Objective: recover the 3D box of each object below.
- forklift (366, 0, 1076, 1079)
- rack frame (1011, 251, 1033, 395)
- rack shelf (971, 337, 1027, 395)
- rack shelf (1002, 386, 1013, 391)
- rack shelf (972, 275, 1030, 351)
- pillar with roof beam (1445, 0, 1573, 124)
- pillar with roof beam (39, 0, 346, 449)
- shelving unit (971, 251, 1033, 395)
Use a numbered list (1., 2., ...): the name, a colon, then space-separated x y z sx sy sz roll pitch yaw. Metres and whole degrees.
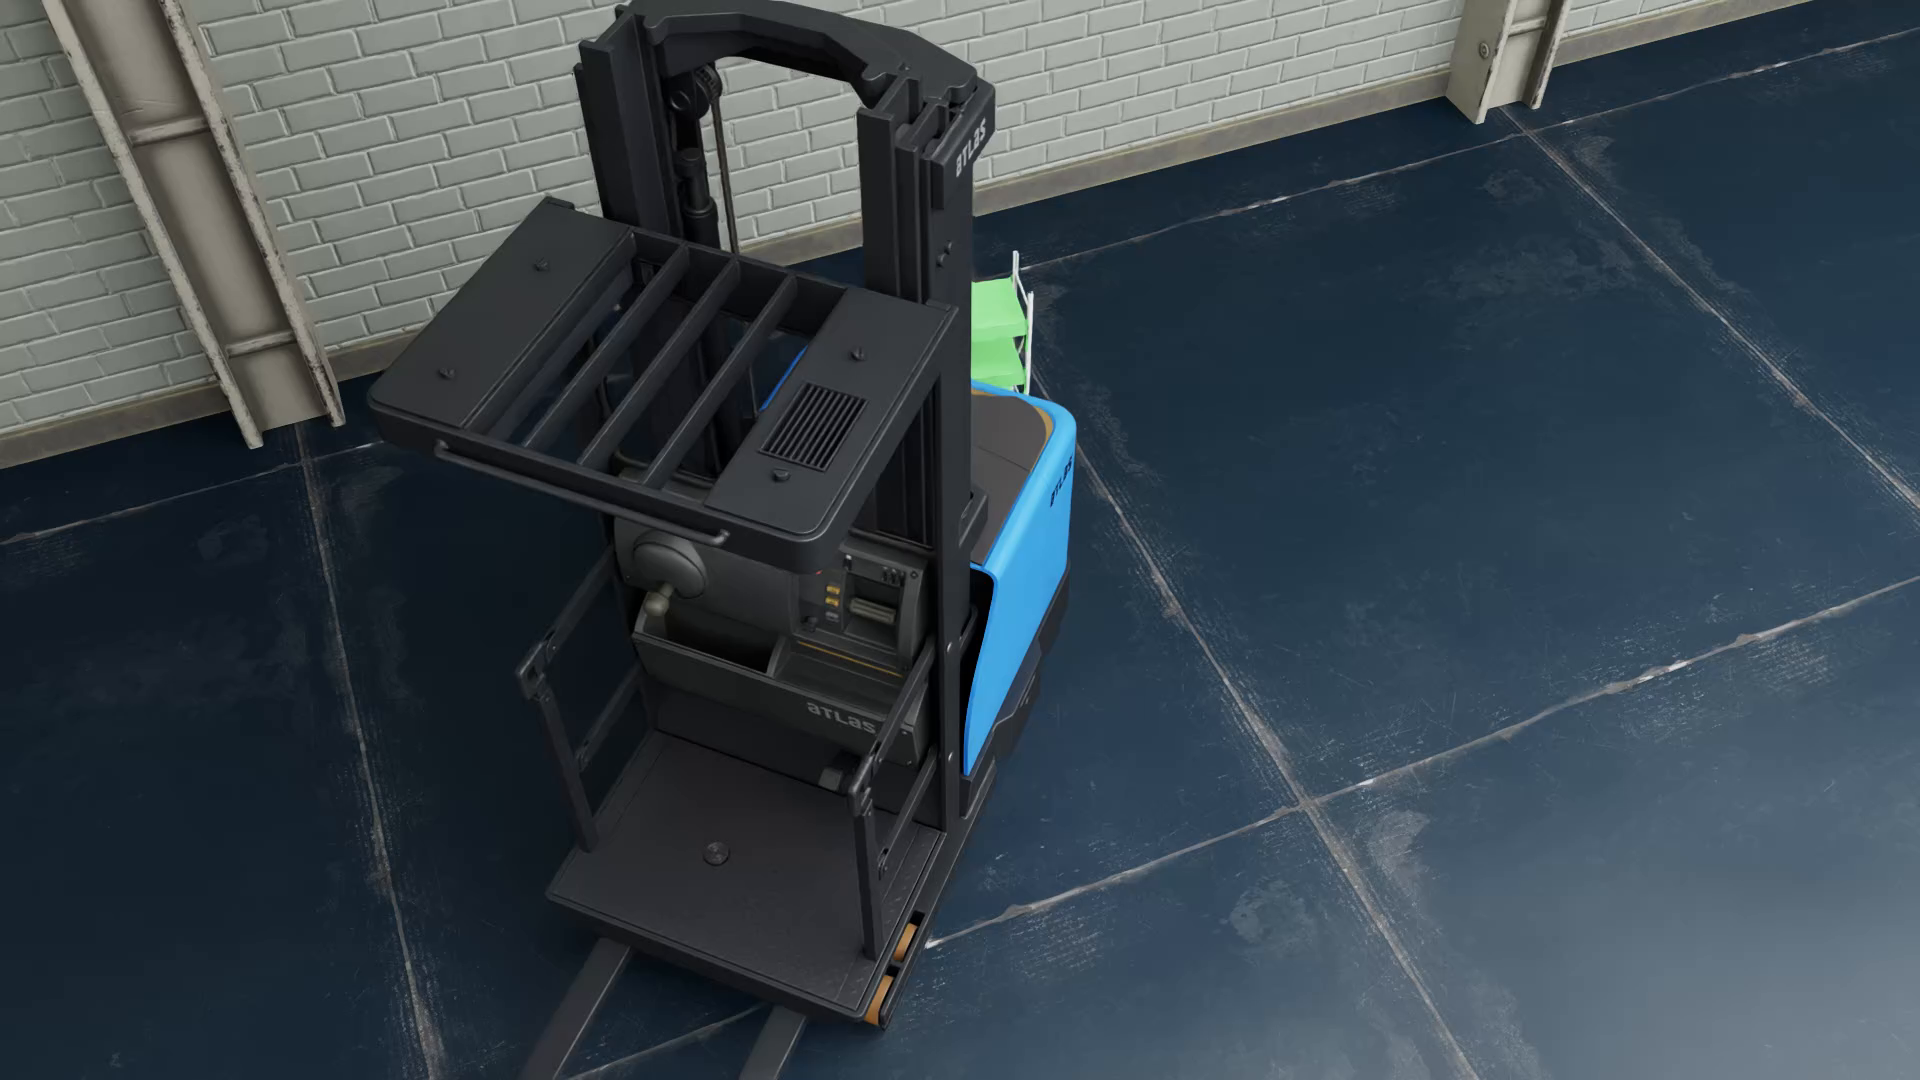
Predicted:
1. forklift: -0.618 0.203 4.484 1.130 2.935 3.031 17 51 14
2. rack frame: 0.221 -0.544 6.267 0.015 1.200 0.240 -10 50 -8
3. rack shelf: -0.017 -0.619 6.099 0.480 0.148 0.258 -10 50 -8
4. rack shelf: -0.017 -0.463 6.281 0.480 0.148 0.258 -10 50 -8
5. rack shelf: -0.017 -0.775 5.917 0.480 0.148 0.258 -10 50 -8
6. pillar with roof beam: 4.352 -2.170 2.523 0.400 9.000 9.100 -17 52 -14
7. pillar with roof beam: -1.202 -0.449 1.045 0.400 9.000 9.100 -17 52 -14
8. shelving unit: -0.017 -0.504 6.233 0.503 1.200 0.258 -10 50 -8
